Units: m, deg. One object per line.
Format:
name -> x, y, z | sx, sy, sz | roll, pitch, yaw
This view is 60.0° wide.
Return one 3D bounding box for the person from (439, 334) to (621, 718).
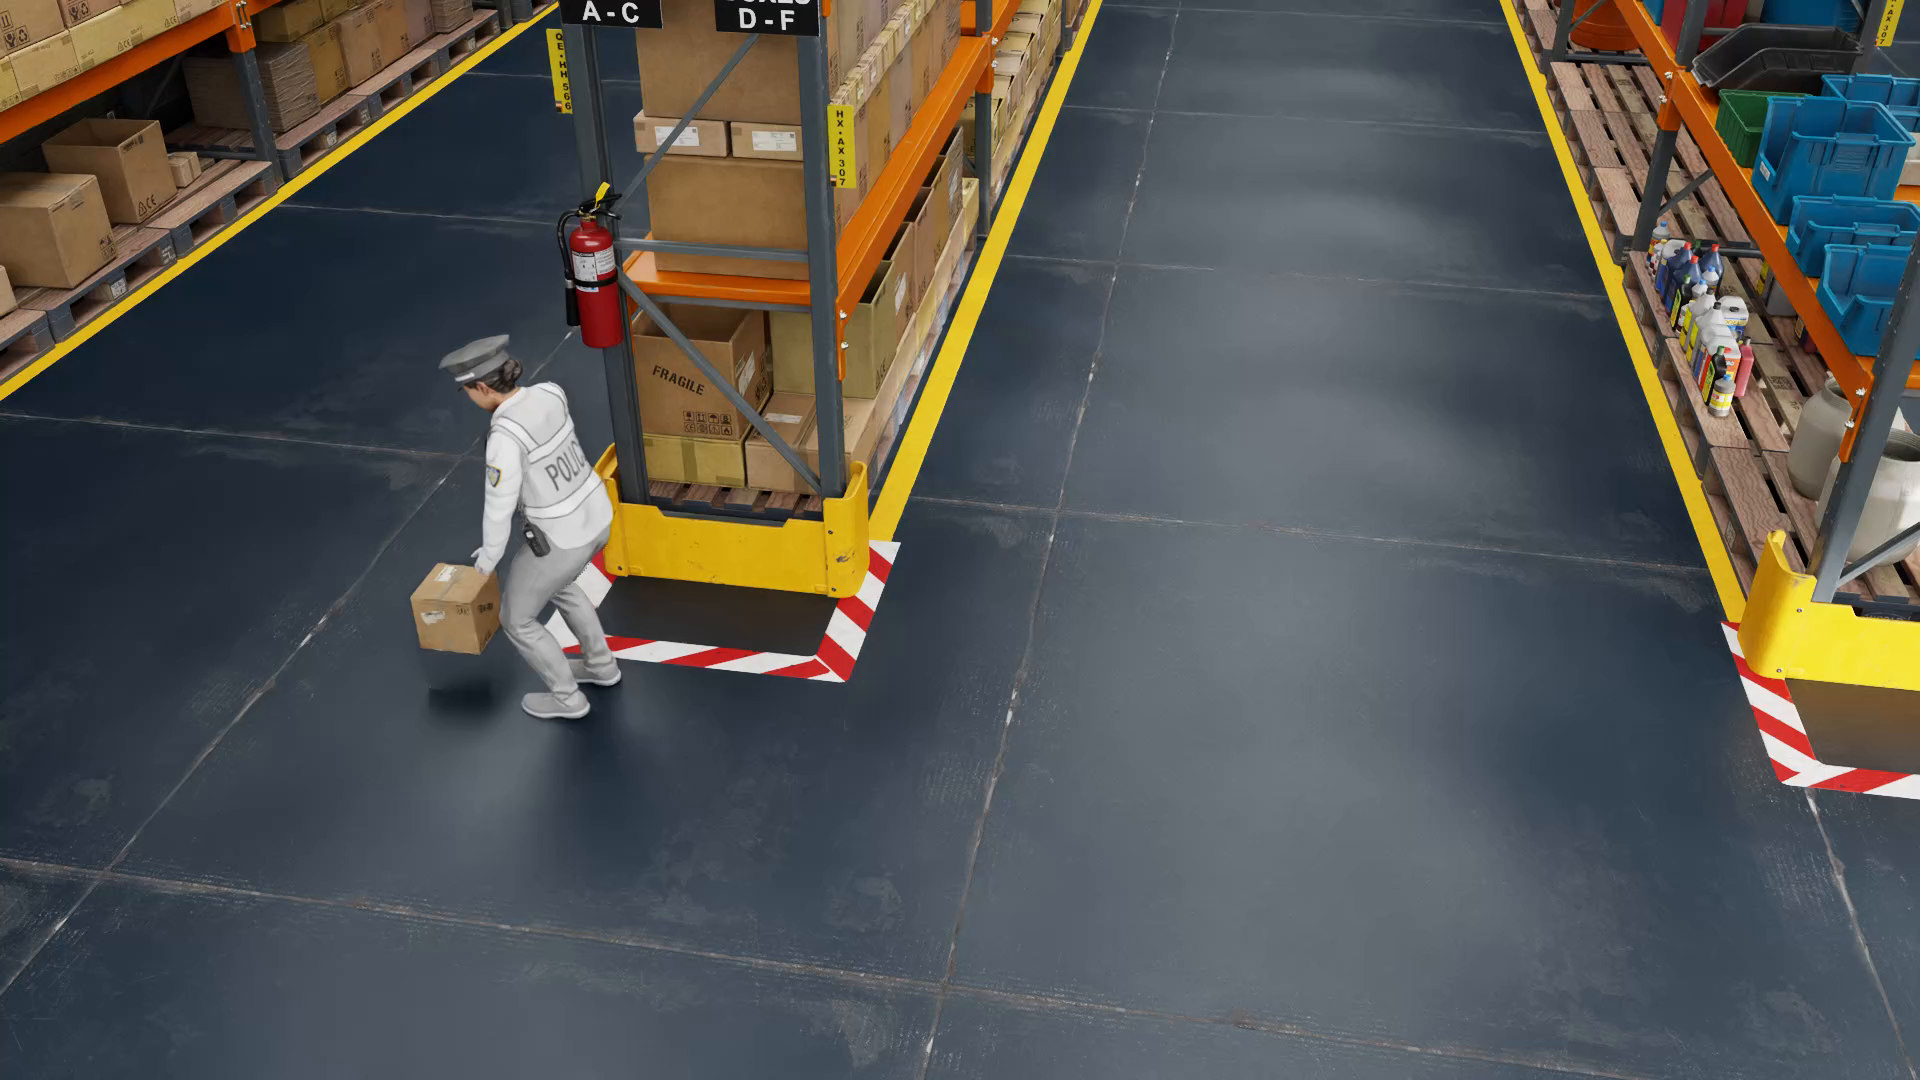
person -> -1.589, -0.025, 6.270 | 0.526, 1.576, 0.516 | 10, 34, 16
